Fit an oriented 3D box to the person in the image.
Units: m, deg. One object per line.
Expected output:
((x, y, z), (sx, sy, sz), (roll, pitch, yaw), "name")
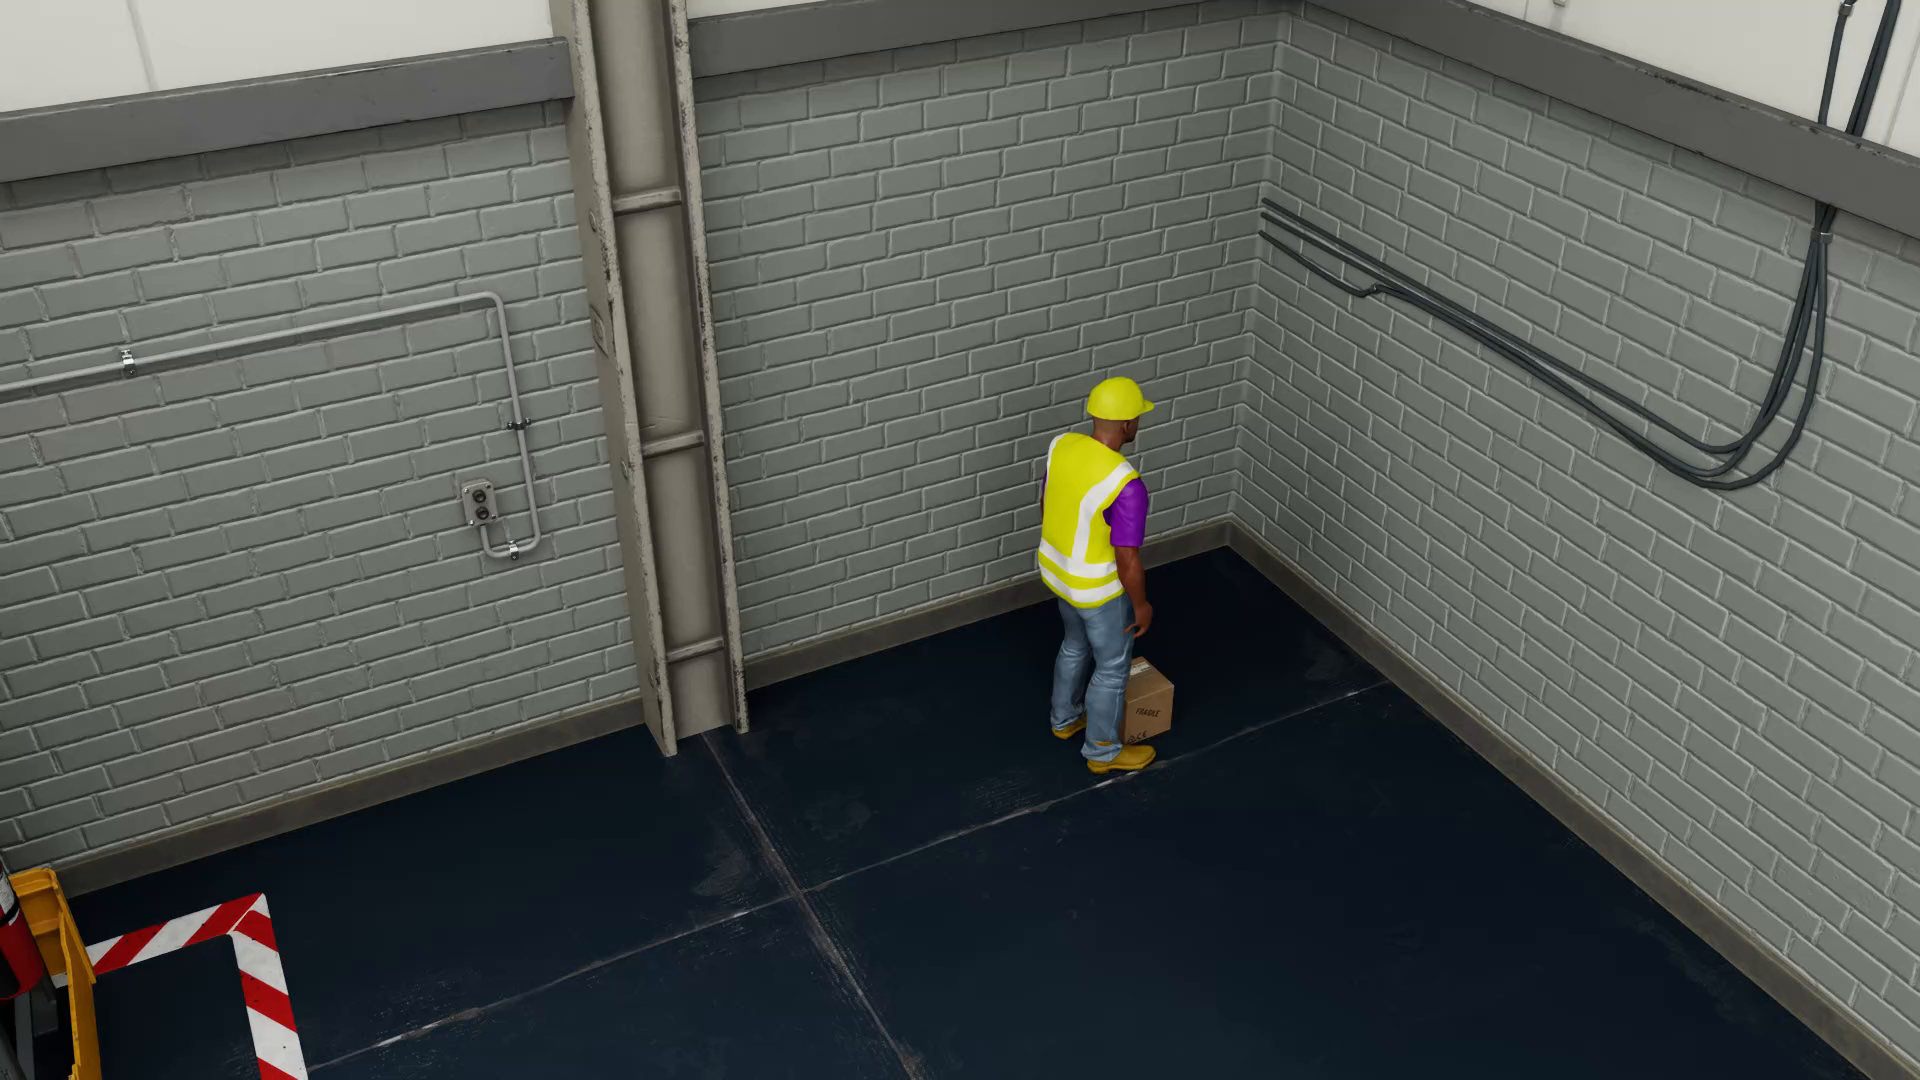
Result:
((0.573, 0.141, 6.904), (0.460, 1.760, 0.634), (-18, 37, -26), "person")
